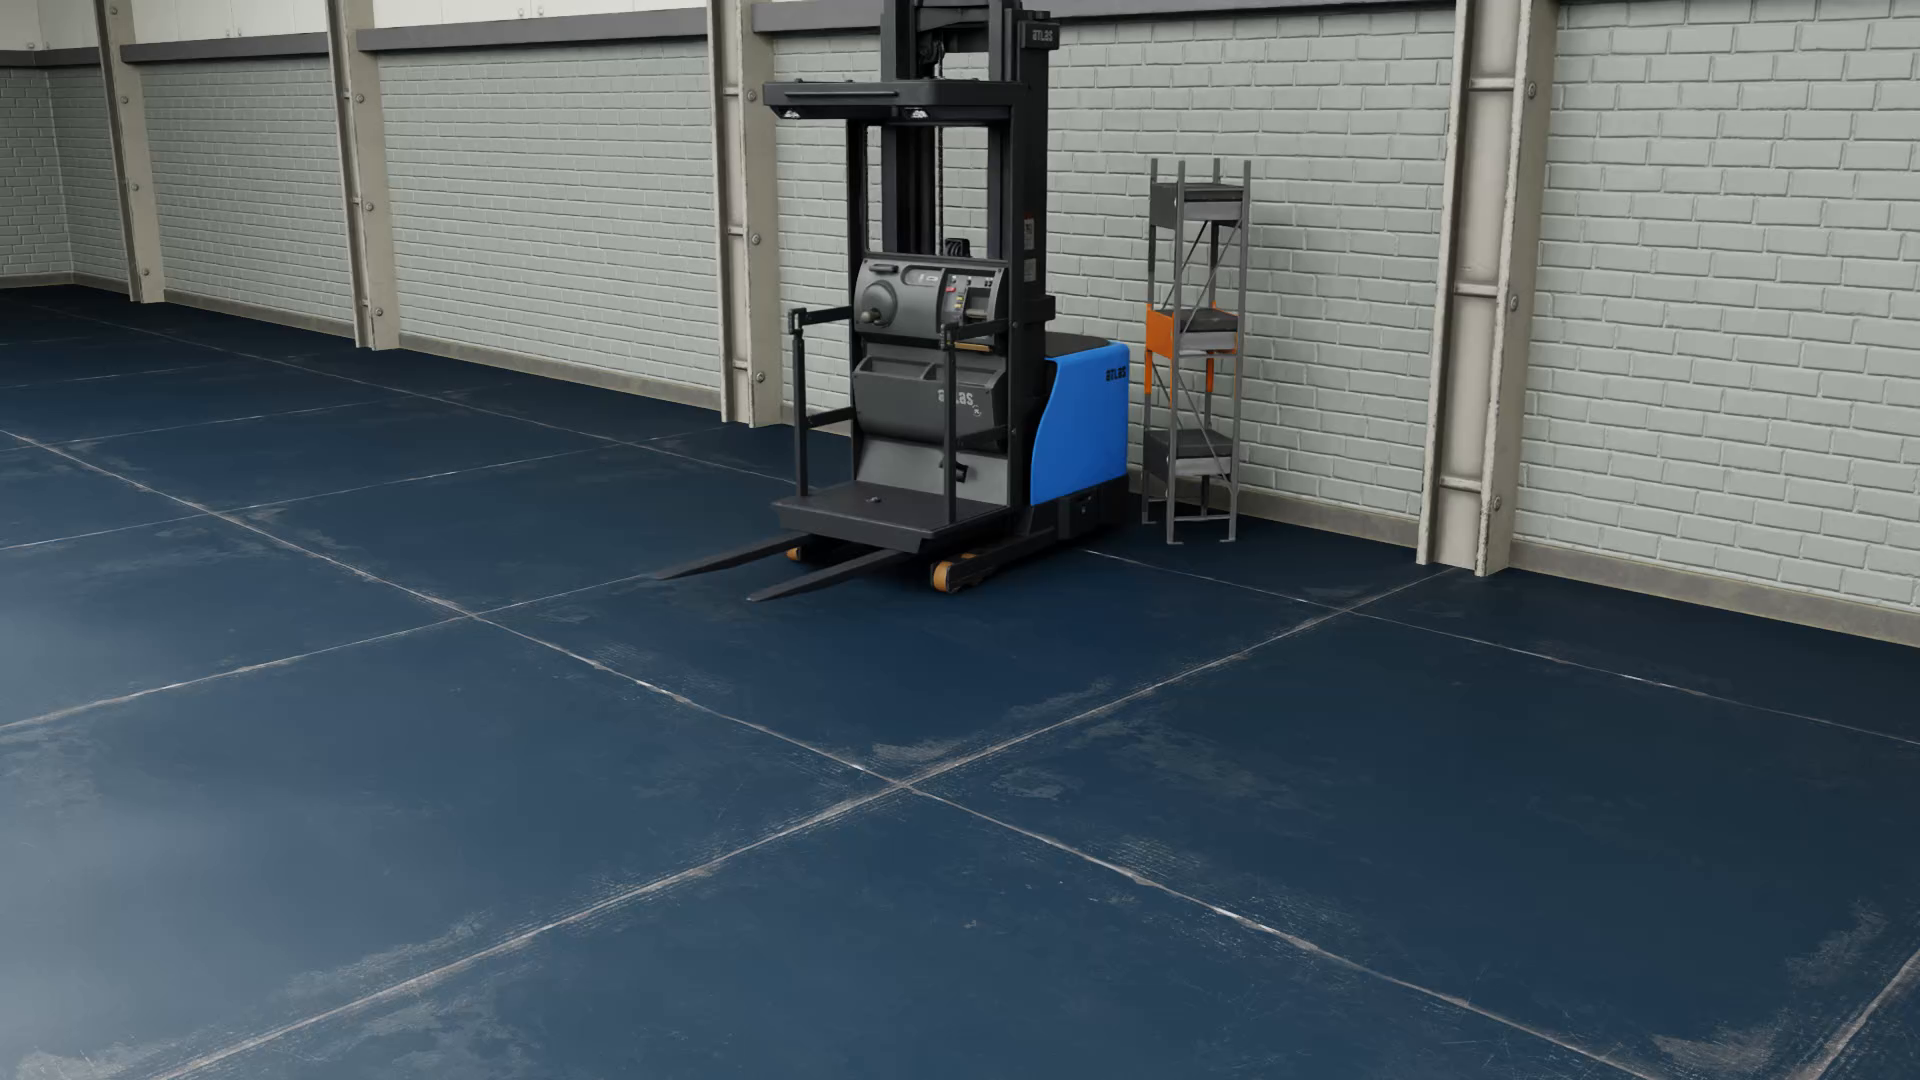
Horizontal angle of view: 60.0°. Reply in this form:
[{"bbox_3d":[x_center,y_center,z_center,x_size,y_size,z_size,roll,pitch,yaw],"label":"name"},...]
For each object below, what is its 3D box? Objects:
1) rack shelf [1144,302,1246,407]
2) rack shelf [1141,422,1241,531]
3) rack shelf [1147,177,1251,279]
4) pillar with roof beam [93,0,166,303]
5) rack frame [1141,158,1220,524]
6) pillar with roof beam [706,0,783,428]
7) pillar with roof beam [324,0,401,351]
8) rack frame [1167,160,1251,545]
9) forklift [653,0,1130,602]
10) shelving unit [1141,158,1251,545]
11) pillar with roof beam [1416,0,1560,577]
[{"bbox_3d":[1.311,-1.048,9.339,0.431,0.518,0.480,-3,15,-10],"label":"rack shelf"},{"bbox_3d":[1.311,-0.370,9.513,0.431,0.518,0.480,-3,15,-10],"label":"rack shelf"},{"bbox_3d":[1.310,-1.726,9.165,0.431,0.518,0.480,-3,15,-10],"label":"rack shelf"},{"bbox_3d":[-13.242,-6.594,16.890,0.400,9.000,9.100,14,20,42],"label":"pillar with roof beam"},{"bbox_3d":[1.265,-1.121,9.568,0.400,2.100,0.015,-3,15,-10],"label":"rack frame"},{"bbox_3d":[-4.604,-4.493,8.830,0.400,9.000,9.100,14,20,42],"label":"pillar with roof beam"},{"bbox_3d":[-8.923,-5.544,12.860,0.400,9.000,9.100,14,20,42],"label":"pillar with roof beam"},{"bbox_3d":[1.356,-1.001,9.104,0.400,2.100,0.015,-3,15,-10],"label":"rack frame"},{"bbox_3d":[-0.292,-1.285,8.550,1.130,2.935,3.031,11,18,35],"label":"forklift"},{"bbox_3d":[1.311,-1.061,9.336,0.431,2.100,0.503,-3,15,-10],"label":"shelving unit"},{"bbox_3d":[-0.285,-3.443,4.800,0.400,9.000,9.100,14,20,42],"label":"pillar with roof beam"}]
